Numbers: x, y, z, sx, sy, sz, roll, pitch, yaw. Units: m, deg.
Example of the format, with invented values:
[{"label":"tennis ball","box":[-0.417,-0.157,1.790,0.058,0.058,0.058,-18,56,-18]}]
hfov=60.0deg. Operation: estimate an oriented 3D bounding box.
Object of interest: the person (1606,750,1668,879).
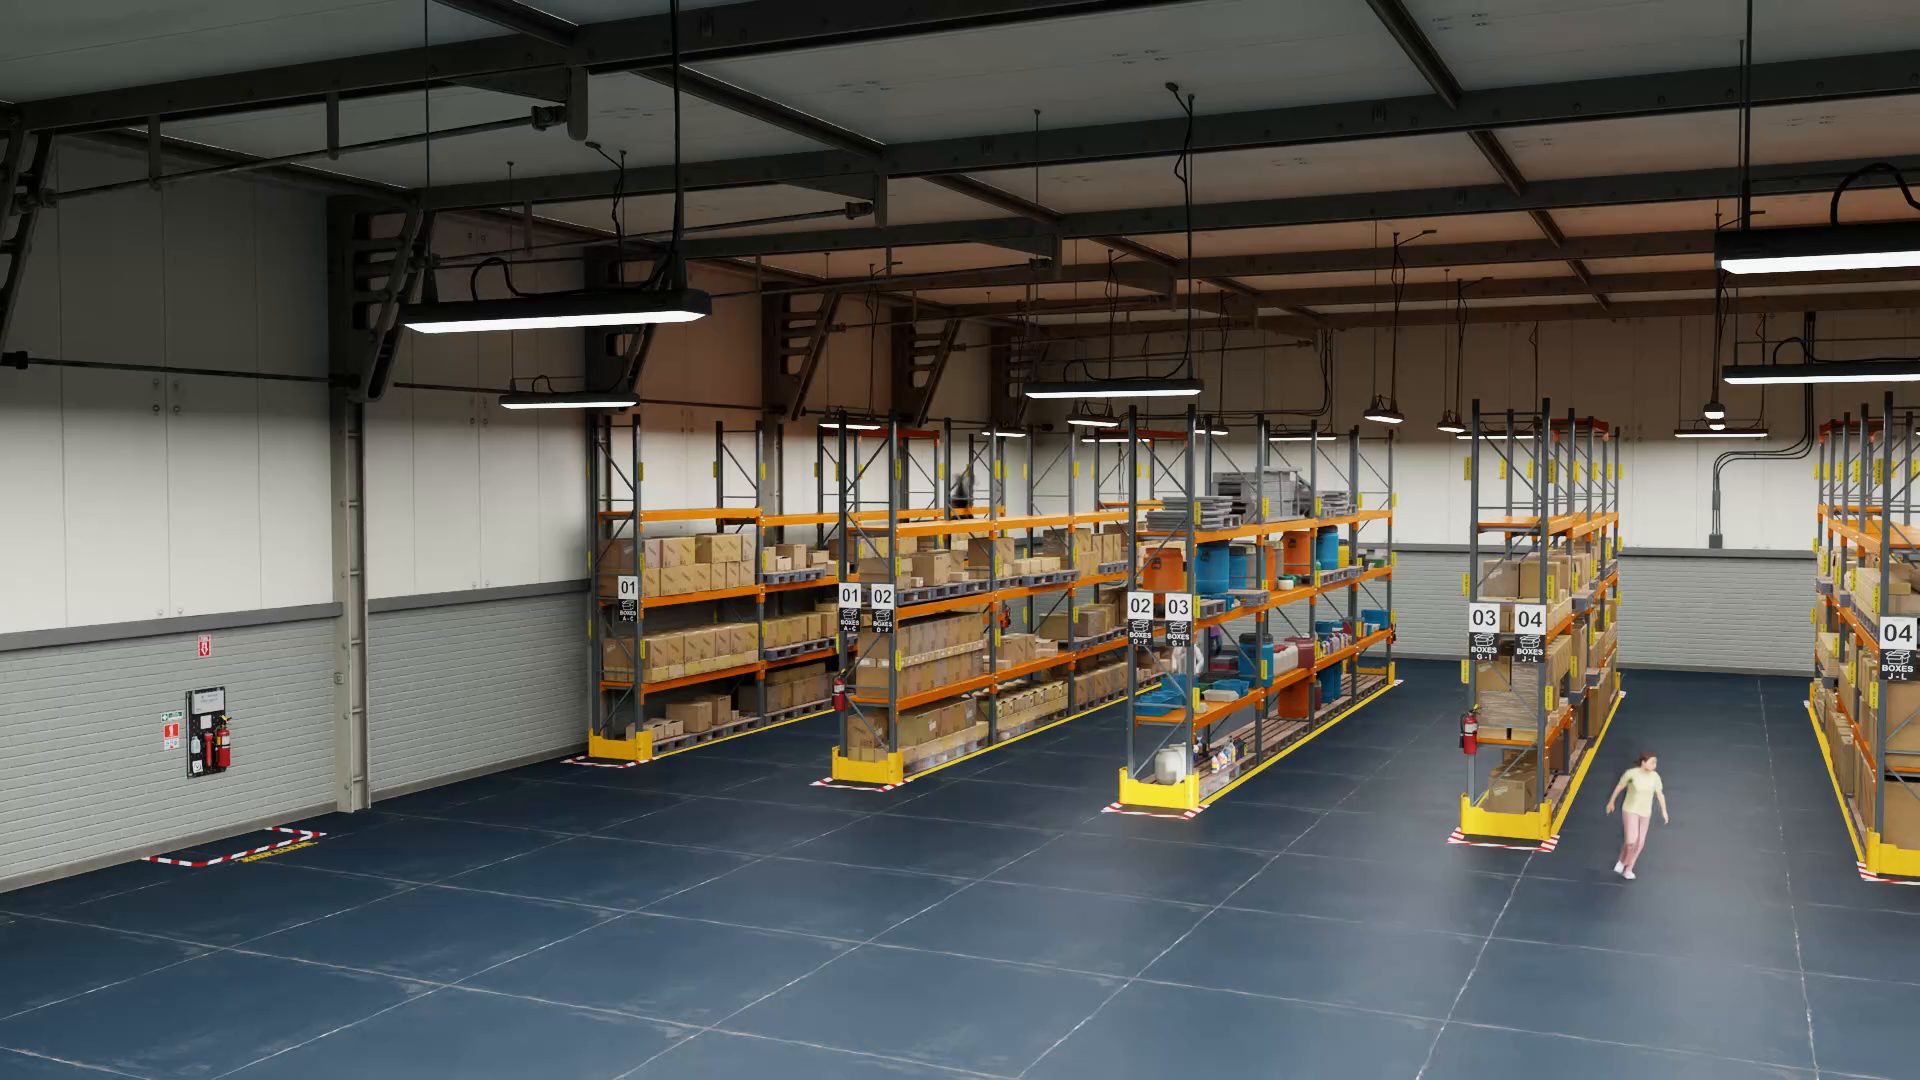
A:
[{"label":"person","box":[8.285,3.349,20.317,0.574,1.626,0.594,0,2,-7]}]

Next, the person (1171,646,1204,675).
[{"label":"person","box":[4.694,2.755,34.109,0.708,1.711,0.676,2,3,45]}]

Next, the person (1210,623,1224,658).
[{"label":"person","box":[6.474,2.444,42.316,0.537,1.625,0.808,0,2,-7]}]
